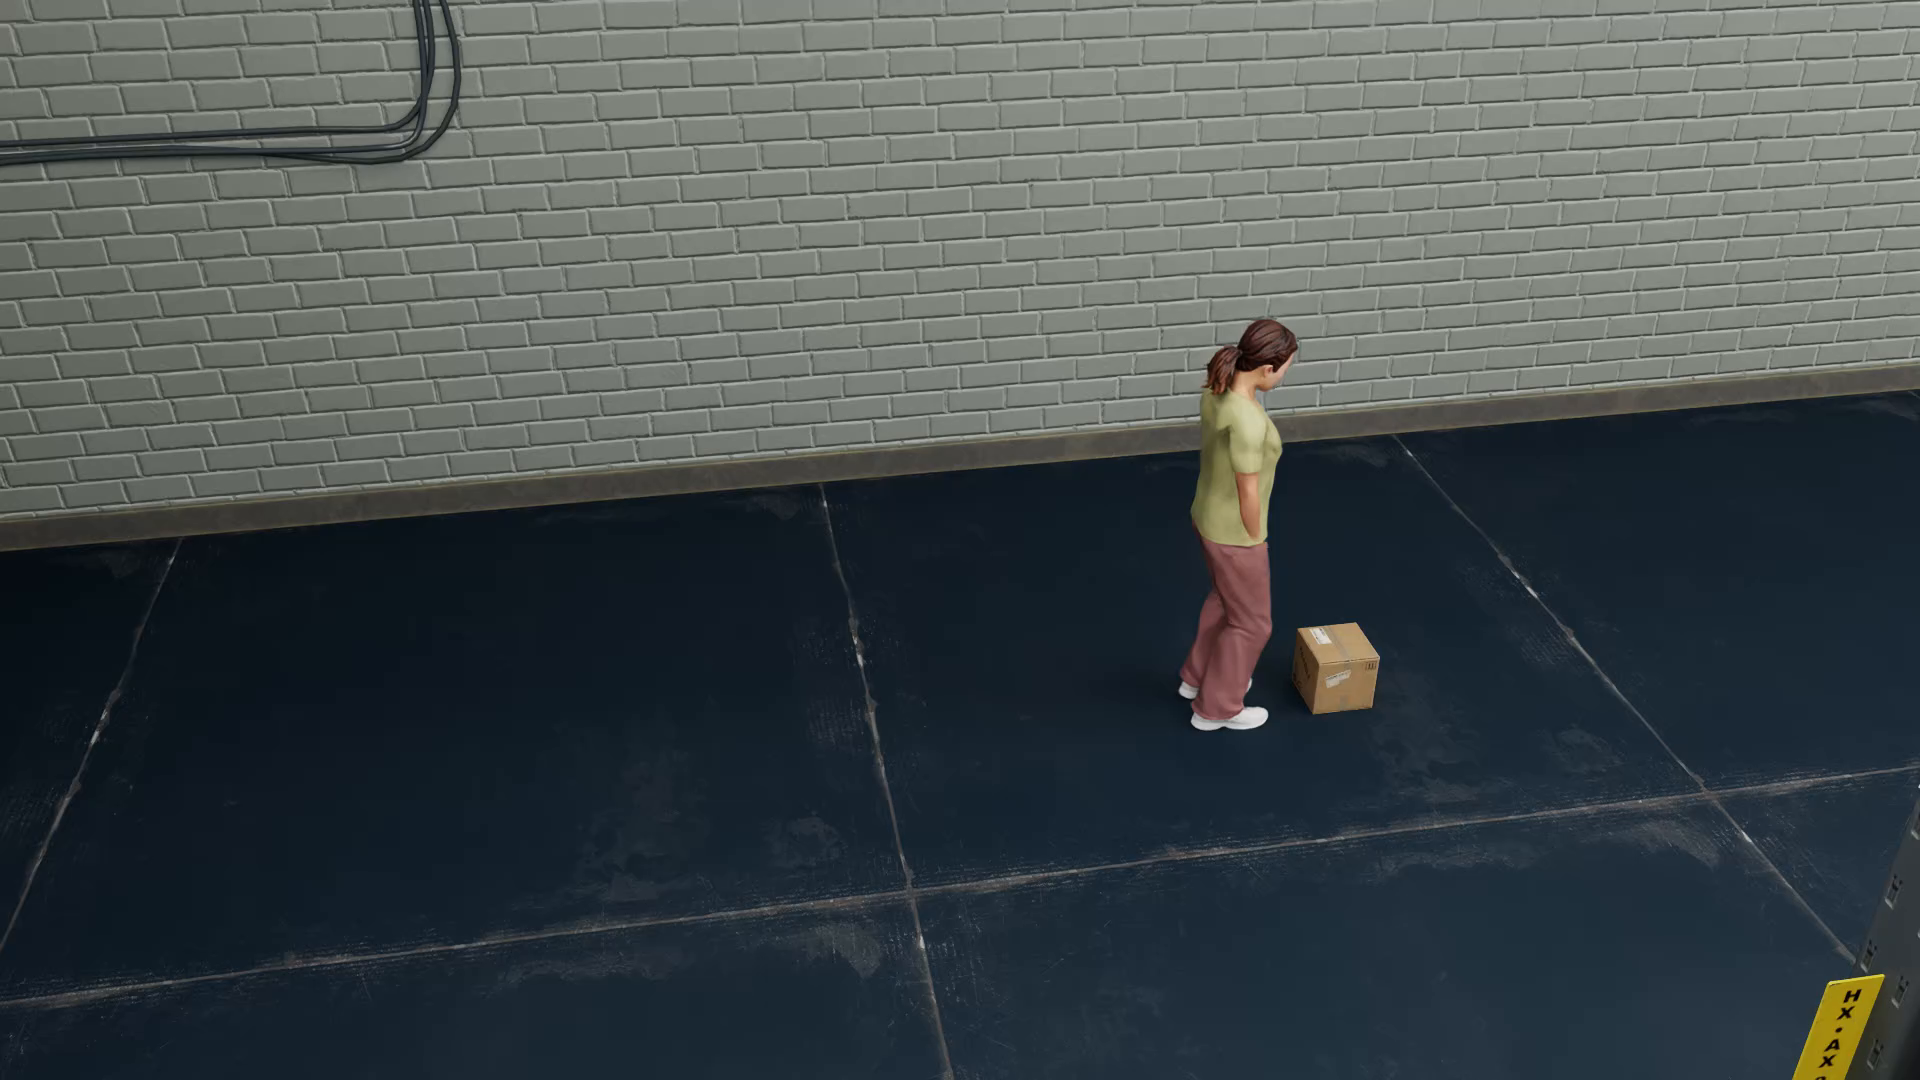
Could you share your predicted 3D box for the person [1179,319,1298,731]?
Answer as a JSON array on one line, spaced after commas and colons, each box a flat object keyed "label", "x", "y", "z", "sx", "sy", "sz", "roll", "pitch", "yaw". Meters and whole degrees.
[{"label": "person", "x": 1.027, "y": -0.051, "z": 6.247, "sx": 0.351, "sy": 1.659, "sz": 0.458, "roll": -5, "pitch": 31, "yaw": -8}]
